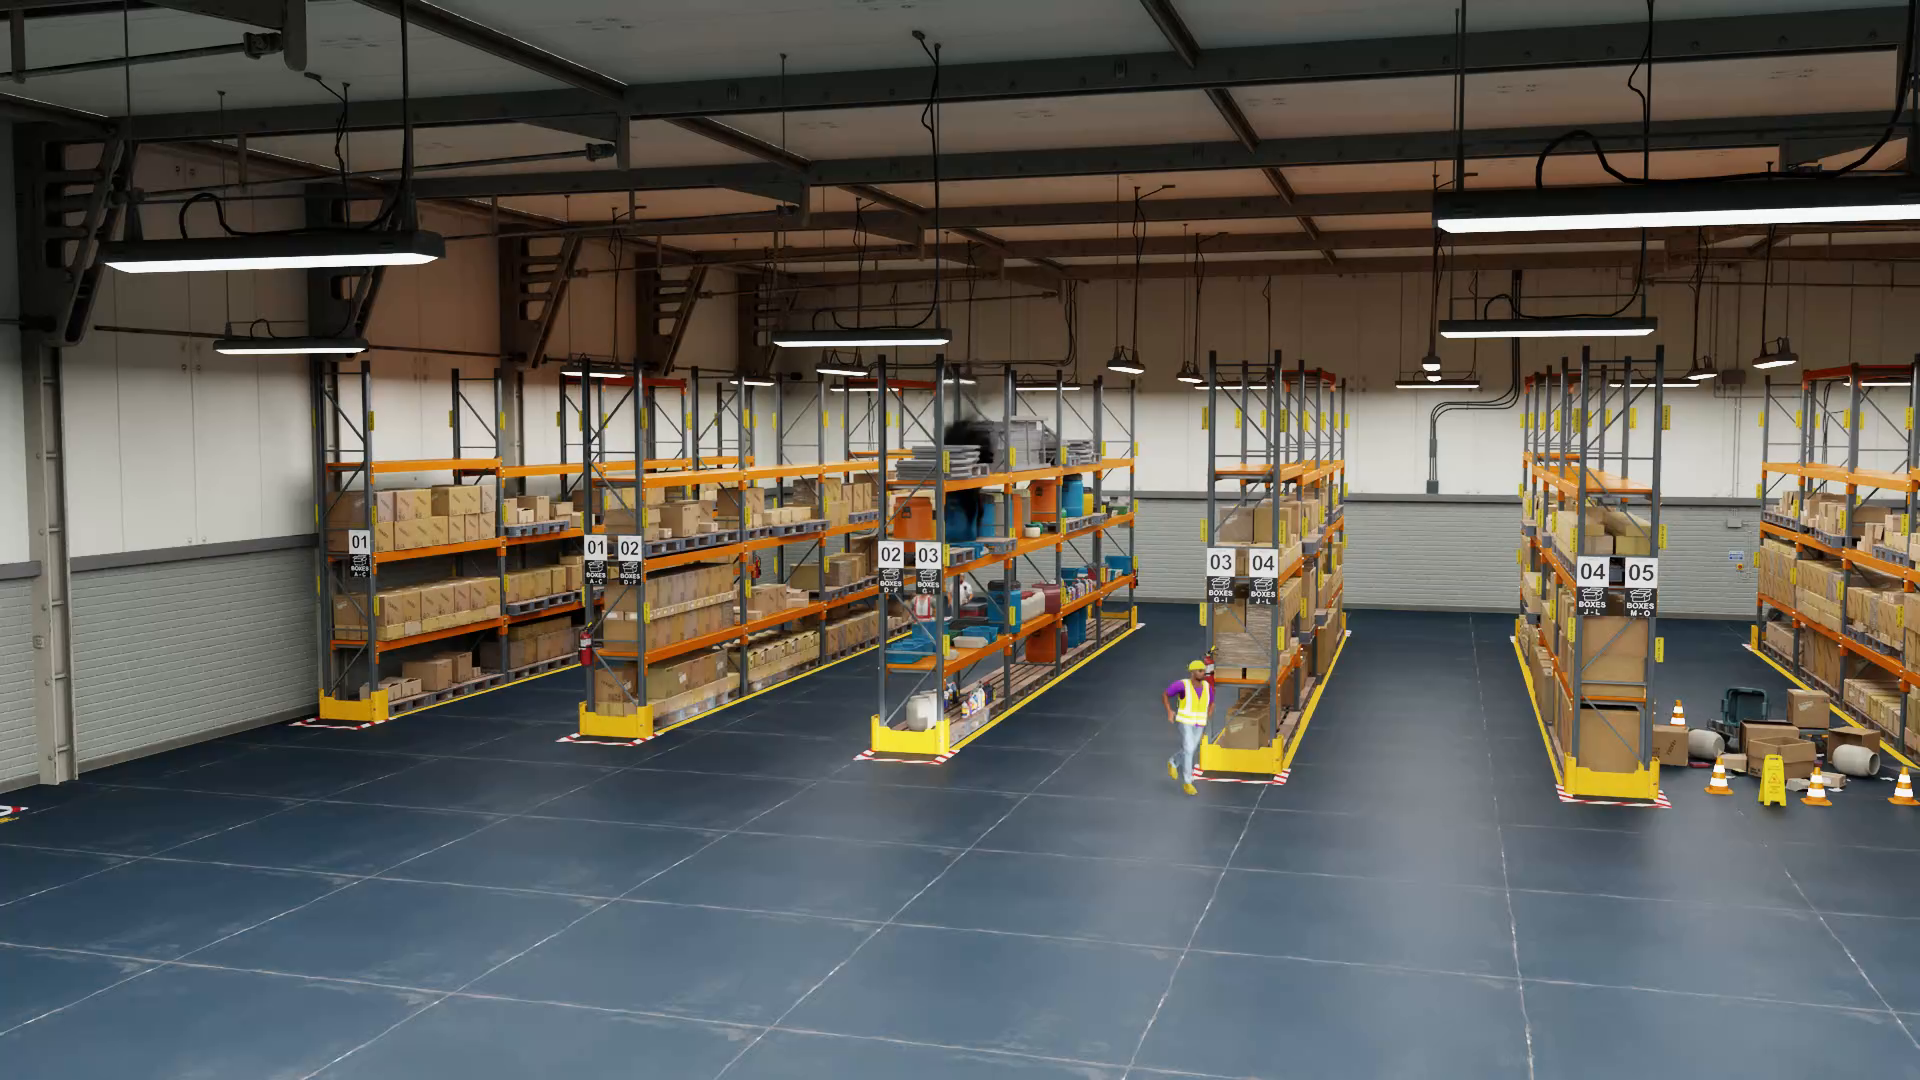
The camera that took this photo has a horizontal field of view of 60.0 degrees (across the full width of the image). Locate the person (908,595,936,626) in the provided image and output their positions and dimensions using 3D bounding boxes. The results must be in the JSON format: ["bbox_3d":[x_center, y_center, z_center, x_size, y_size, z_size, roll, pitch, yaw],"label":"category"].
[{"bbox_3d":[-0.751,1.722,33.701,0.650,1.739,0.605,1,4,9],"label":"person"}]

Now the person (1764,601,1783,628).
[{"bbox_3d":[18.455,1.599,37.517,0.708,1.511,0.630,2,5,31],"label":"person"}]

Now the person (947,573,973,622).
[{"bbox_3d":[-0.006,1.529,37.384,0.599,1.616,0.537,0,4,3],"label":"person"}]

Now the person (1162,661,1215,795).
[{"bbox_3d":[3.159,2.513,22.731,0.736,1.749,0.931,-2,4,-23],"label":"person"}]
